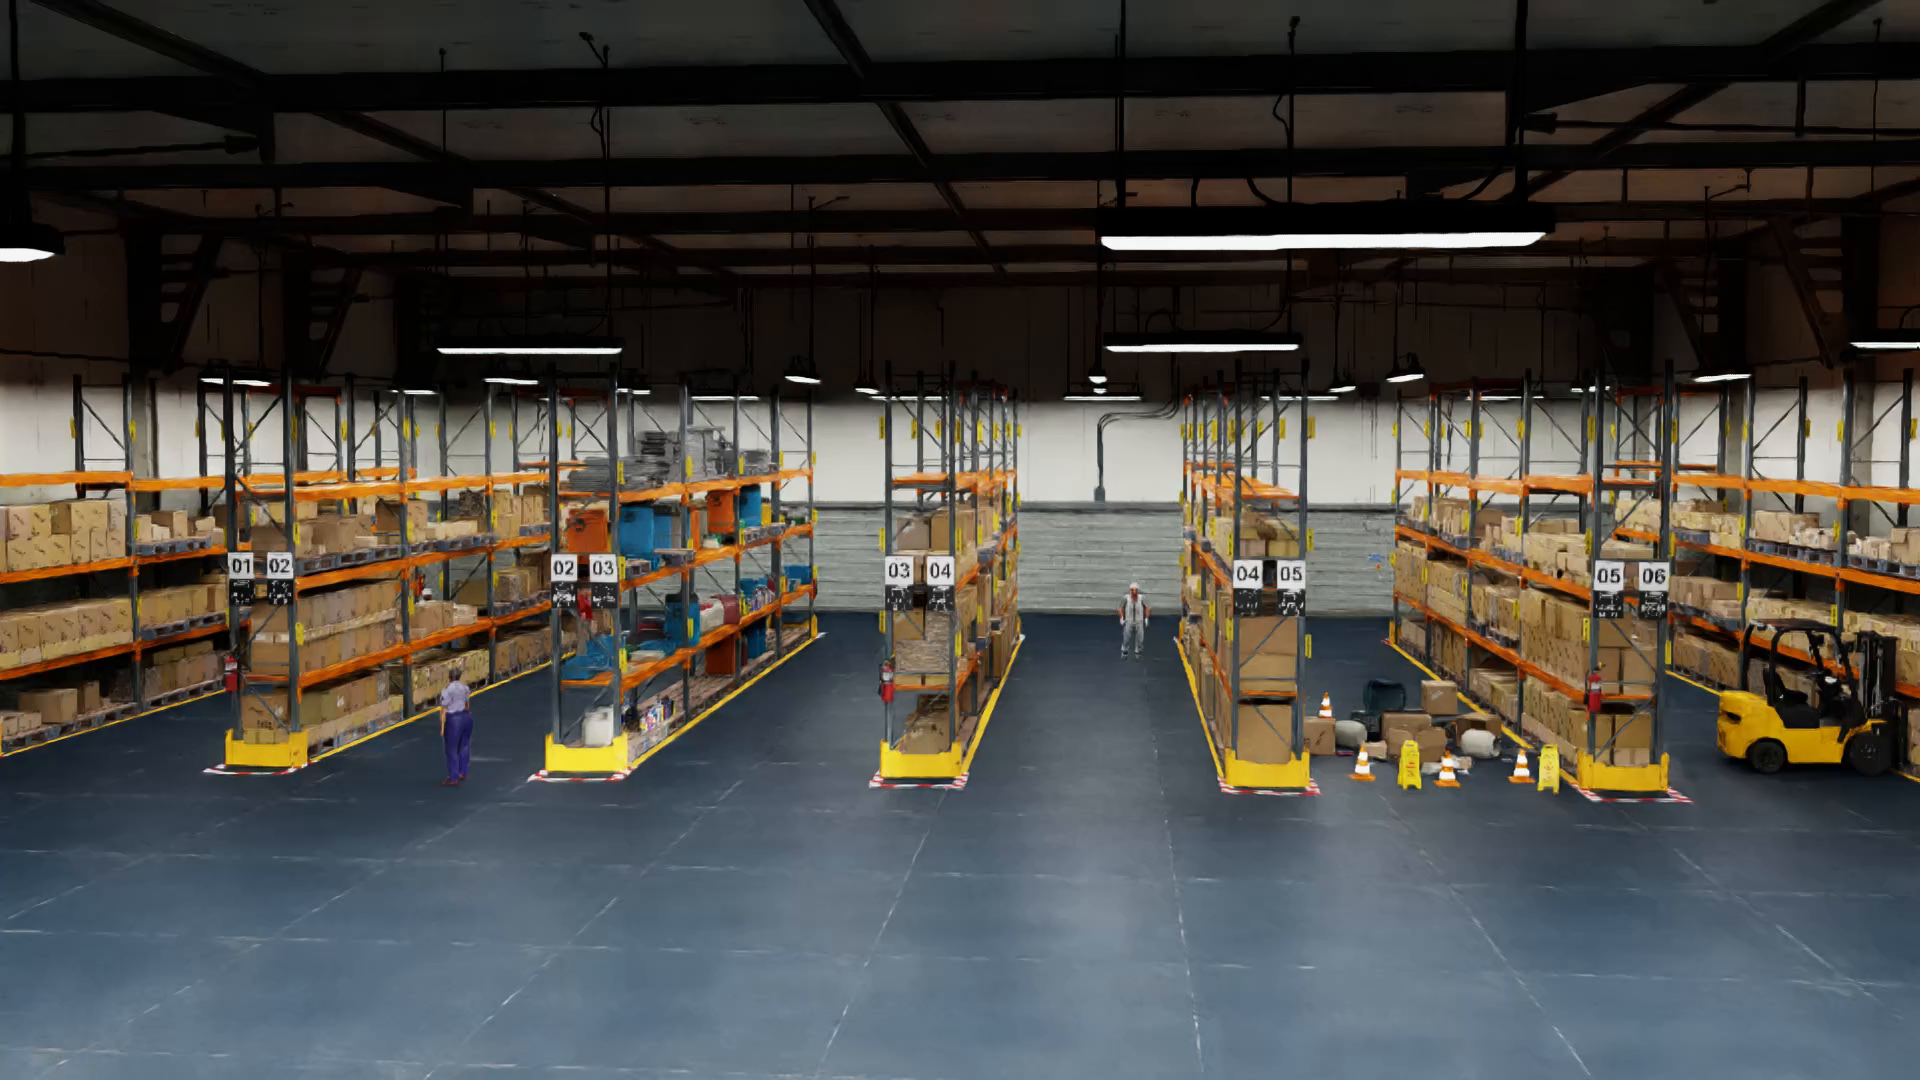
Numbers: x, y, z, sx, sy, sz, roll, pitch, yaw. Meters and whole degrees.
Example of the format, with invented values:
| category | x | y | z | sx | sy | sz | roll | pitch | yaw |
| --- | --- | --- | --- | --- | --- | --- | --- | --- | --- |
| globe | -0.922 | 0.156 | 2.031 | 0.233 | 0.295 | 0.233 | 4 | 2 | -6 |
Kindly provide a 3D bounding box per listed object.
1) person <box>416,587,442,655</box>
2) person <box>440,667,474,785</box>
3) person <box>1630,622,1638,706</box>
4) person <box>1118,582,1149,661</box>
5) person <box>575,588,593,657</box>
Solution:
| category | x | y | z | sx | sy | sz | roll | pitch | yaw |
| --- | --- | --- | --- | --- | --- | --- | --- | --- | --- |
| person | -11.200 | 1.841 | 35.087 | 0.574 | 1.689 | 1.128 | 0 | 4 | 3 |
| person | -7.187 | 2.620 | 23.592 | 0.464 | 1.652 | 0.523 | 3 | 5 | 35 |
| person | 11.432 | 2.229 | 28.660 | 0.586 | 1.748 | 0.654 | 3 | 5 | 37 |
| person | 3.764 | 1.771 | 36.038 | 0.677 | 1.742 | 0.551 | 0 | 4 | 4 |
| person | -7.945 | 1.804 | 35.234 | 0.407 | 1.733 | 0.647 | -1 | 4 | -14 |
